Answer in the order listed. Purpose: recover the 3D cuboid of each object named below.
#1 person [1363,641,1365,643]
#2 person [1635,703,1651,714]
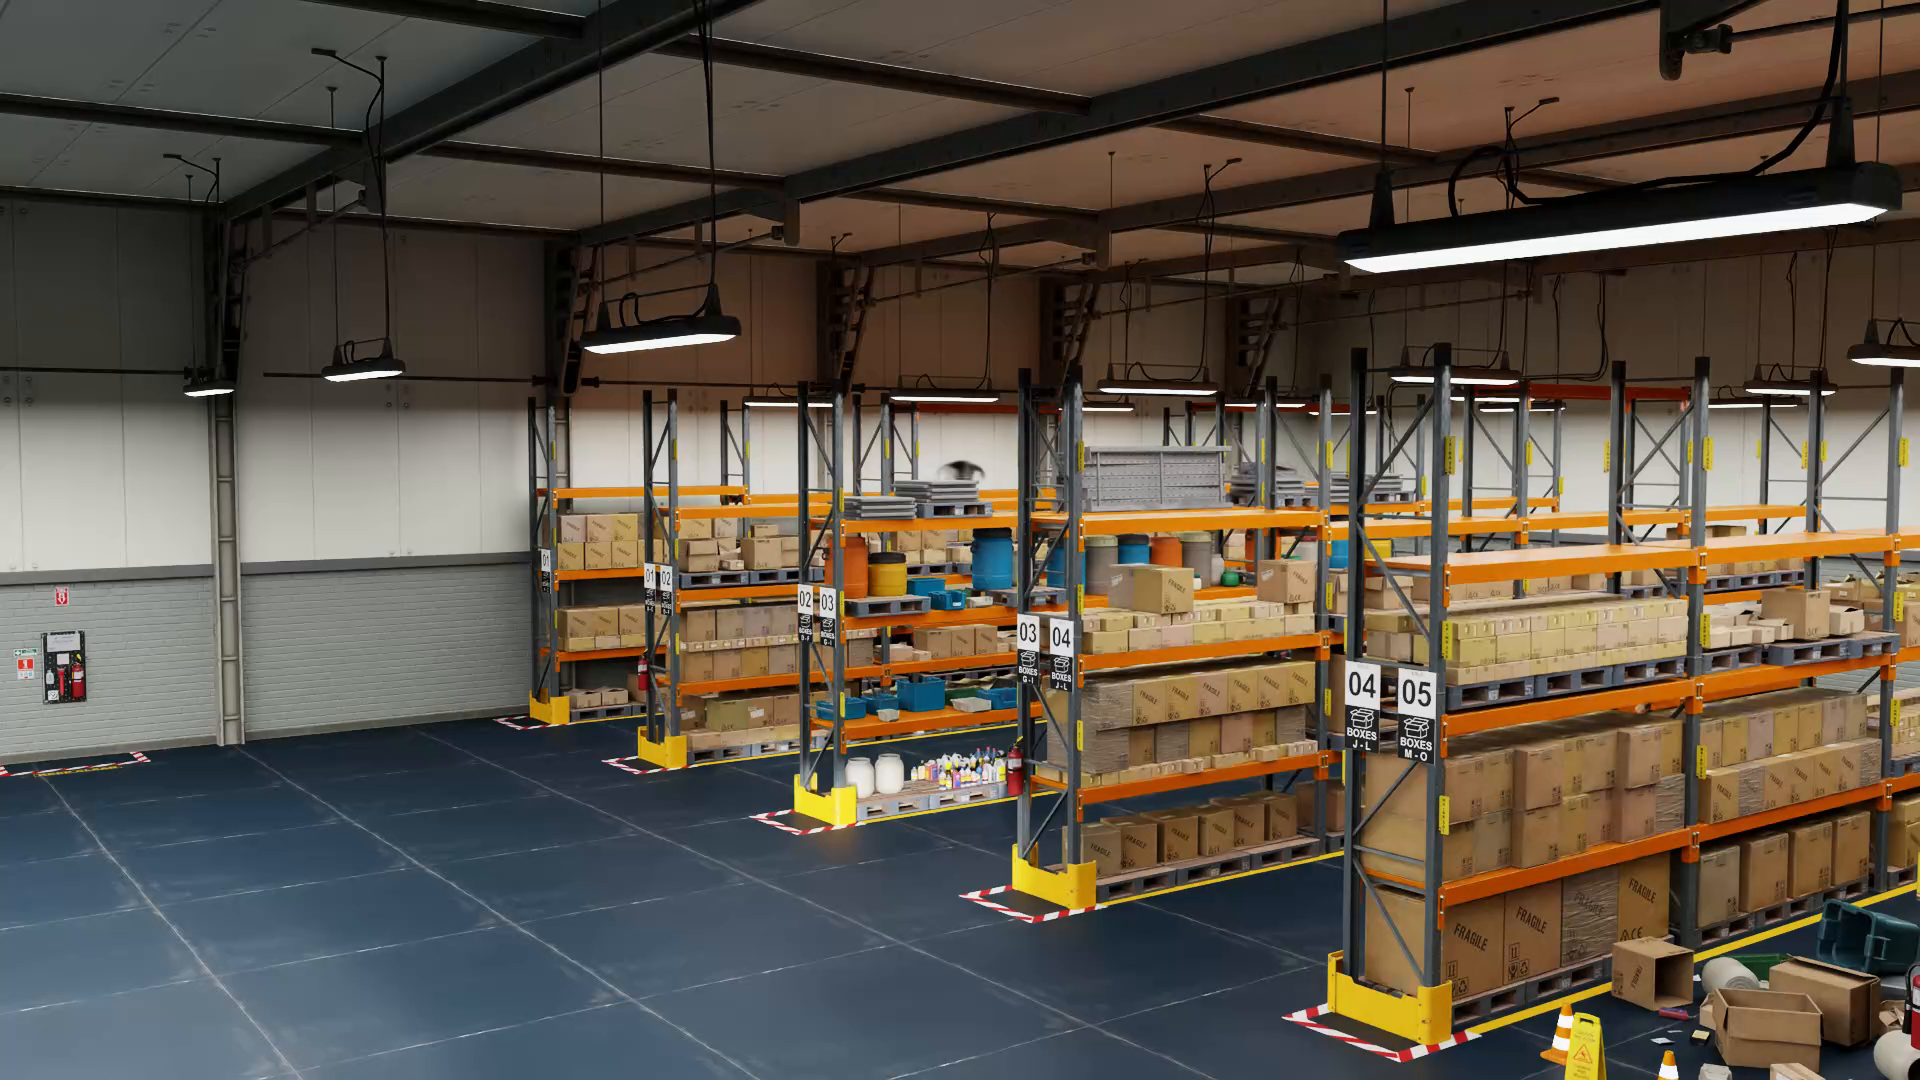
[{"bbox_3d":[8.825,2.136,37.101,0.652,1.731,0.768,-2,4,-31],"label":"person"},{"bbox_3d":[9.486,2.989,23.064,0.885,1.653,0.604,-2,4,-24],"label":"person"}]
